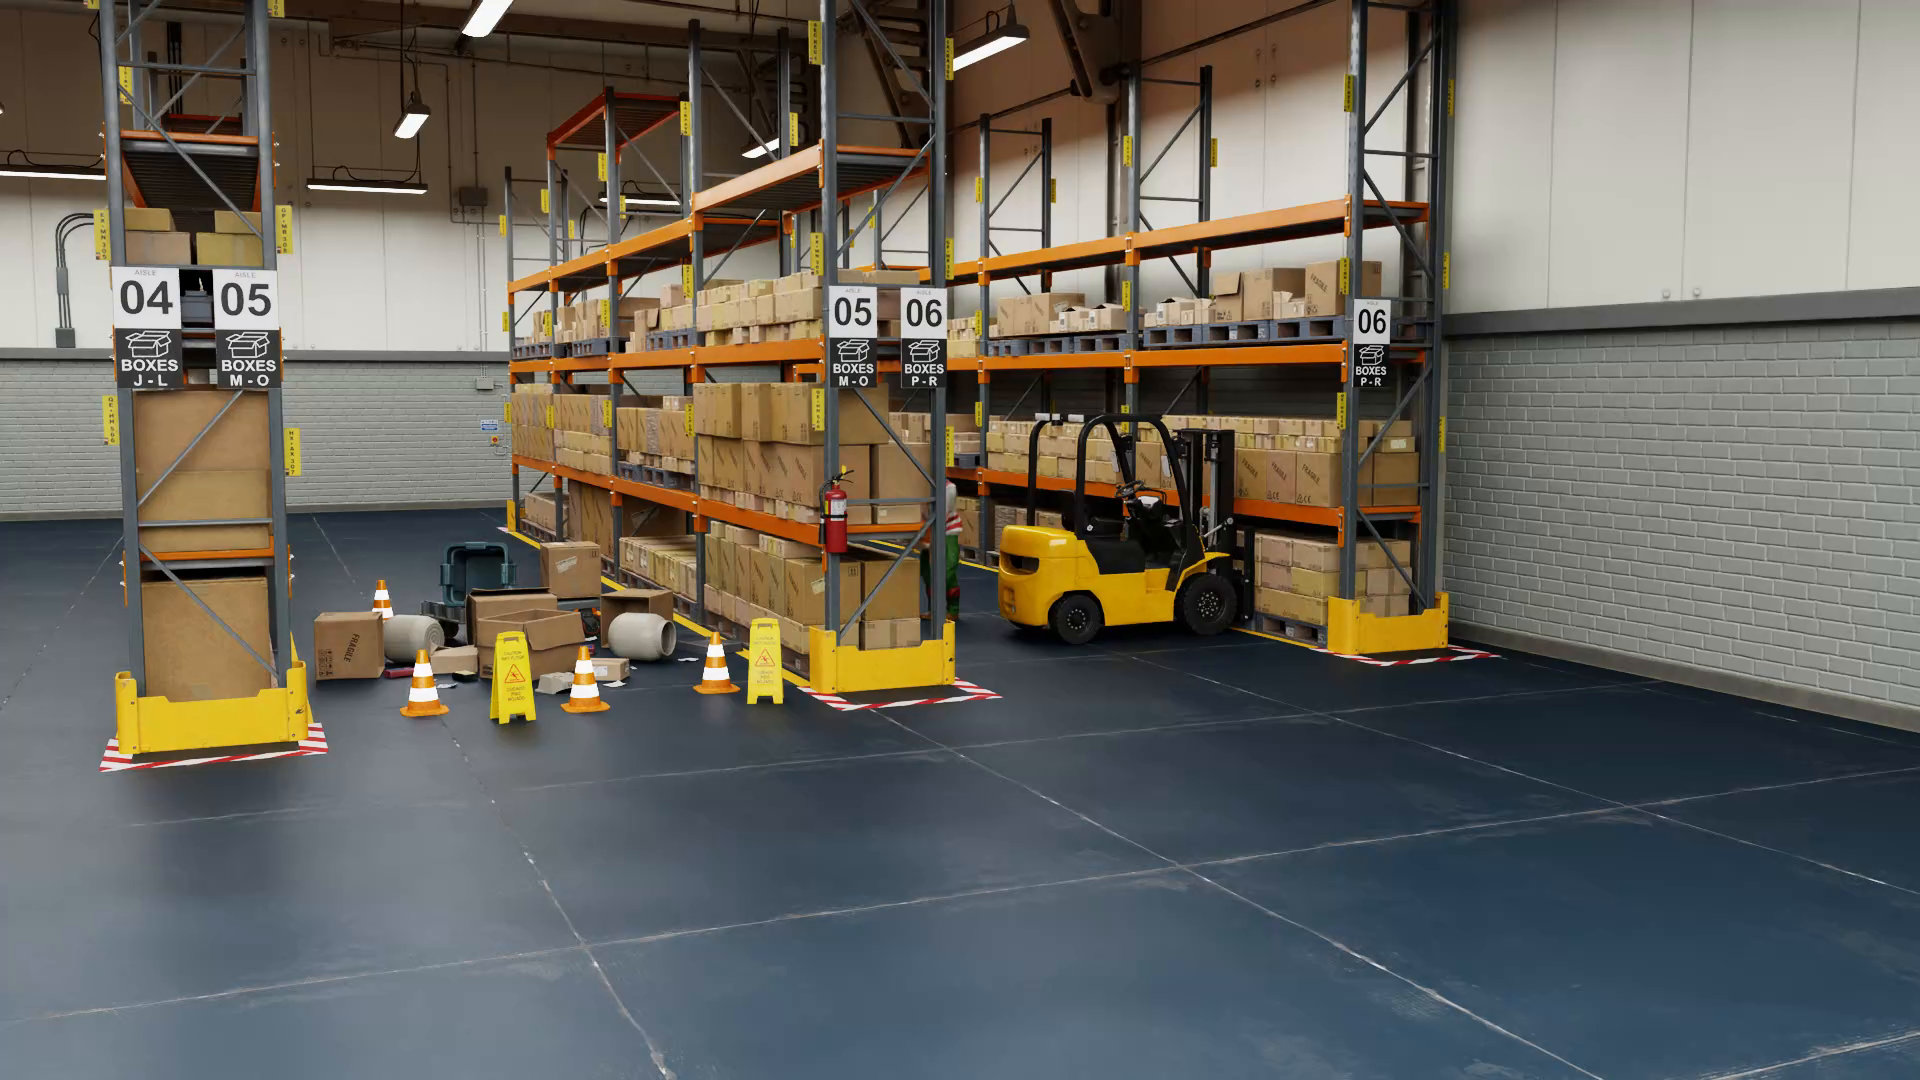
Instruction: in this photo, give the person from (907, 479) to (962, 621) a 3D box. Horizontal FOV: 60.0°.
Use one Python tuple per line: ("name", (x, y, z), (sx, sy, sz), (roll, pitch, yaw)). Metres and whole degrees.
("person", (-0.247, -0.024, 17.151), (0.496, 1.727, 0.610), (4, 7, 36))
